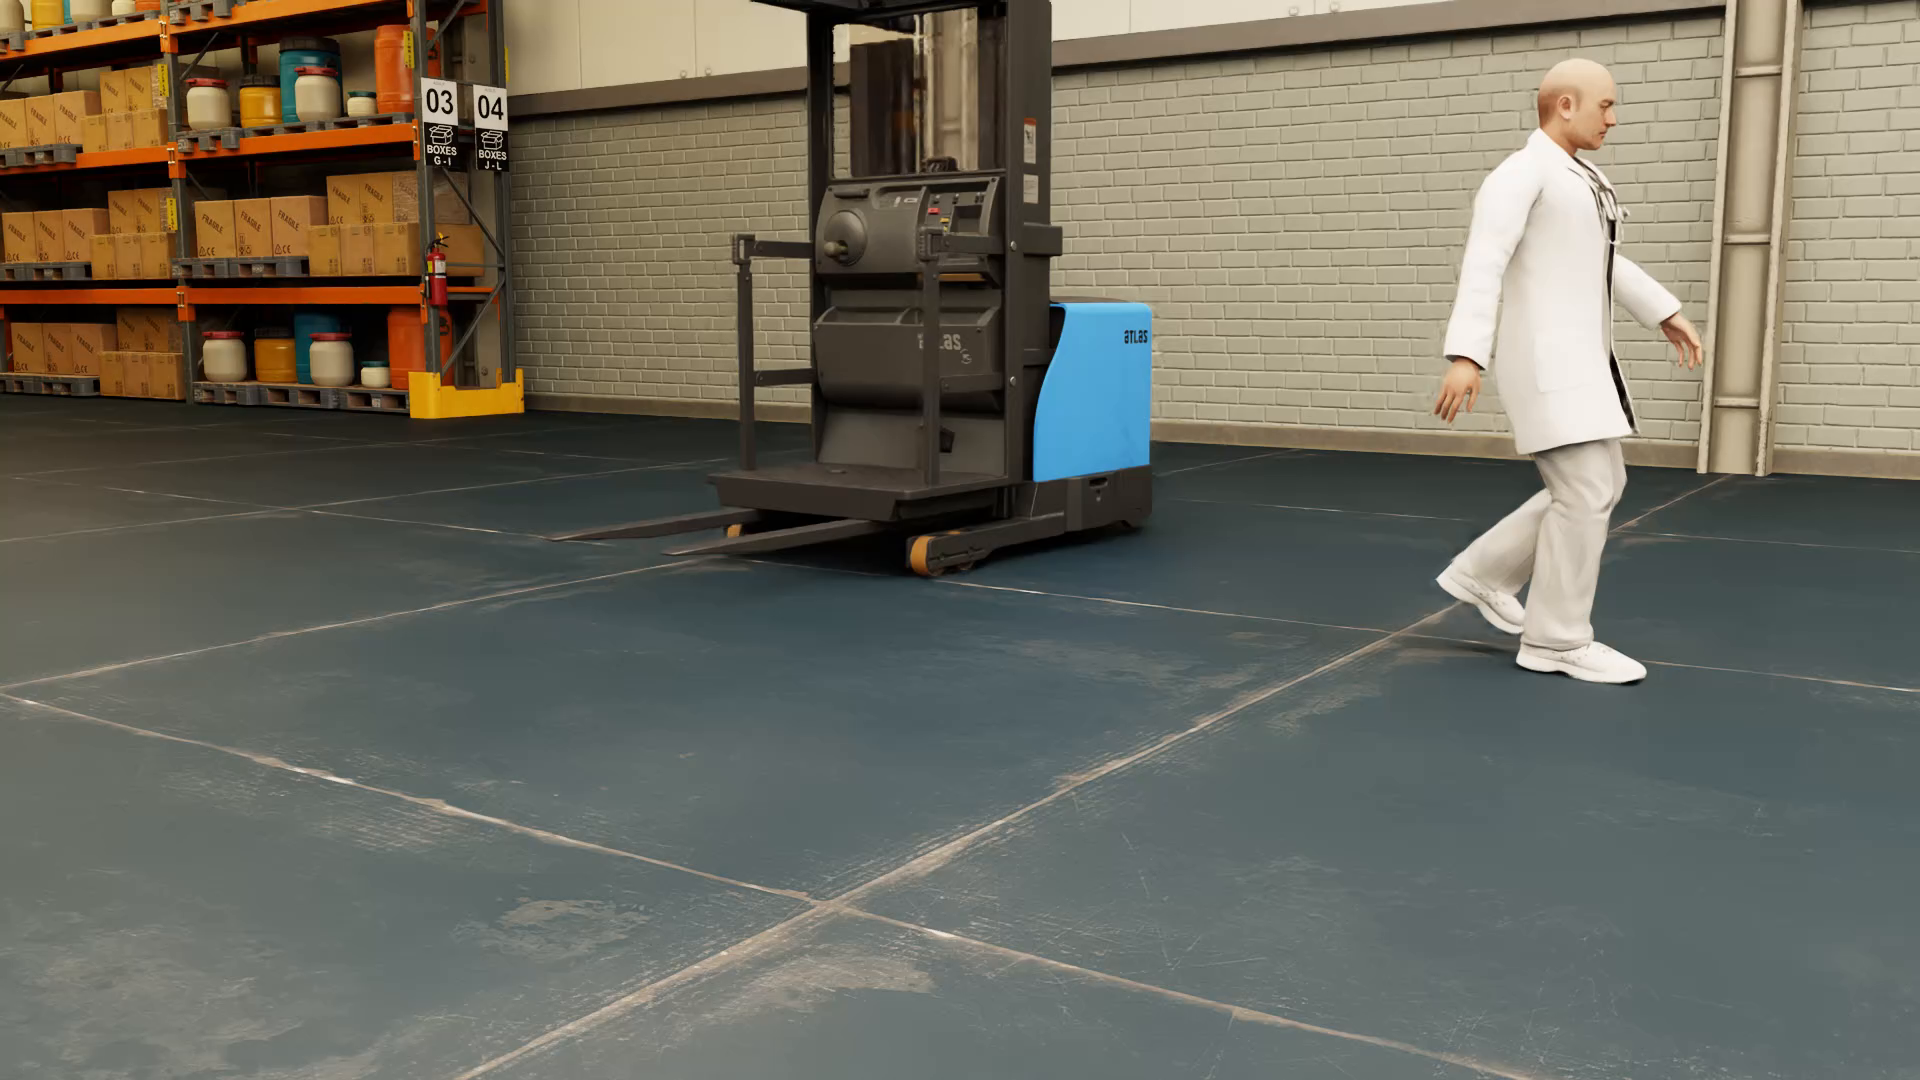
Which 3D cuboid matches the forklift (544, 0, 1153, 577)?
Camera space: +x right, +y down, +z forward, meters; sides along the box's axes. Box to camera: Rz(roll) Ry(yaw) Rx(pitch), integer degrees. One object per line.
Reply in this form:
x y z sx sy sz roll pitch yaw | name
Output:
-0.356 -1.381 6.905 1.130 2.935 3.031 6 10 36 | forklift

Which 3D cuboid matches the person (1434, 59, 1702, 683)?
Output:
1.732 -0.497 4.869 0.697 1.762 0.880 5 10 33 | person
